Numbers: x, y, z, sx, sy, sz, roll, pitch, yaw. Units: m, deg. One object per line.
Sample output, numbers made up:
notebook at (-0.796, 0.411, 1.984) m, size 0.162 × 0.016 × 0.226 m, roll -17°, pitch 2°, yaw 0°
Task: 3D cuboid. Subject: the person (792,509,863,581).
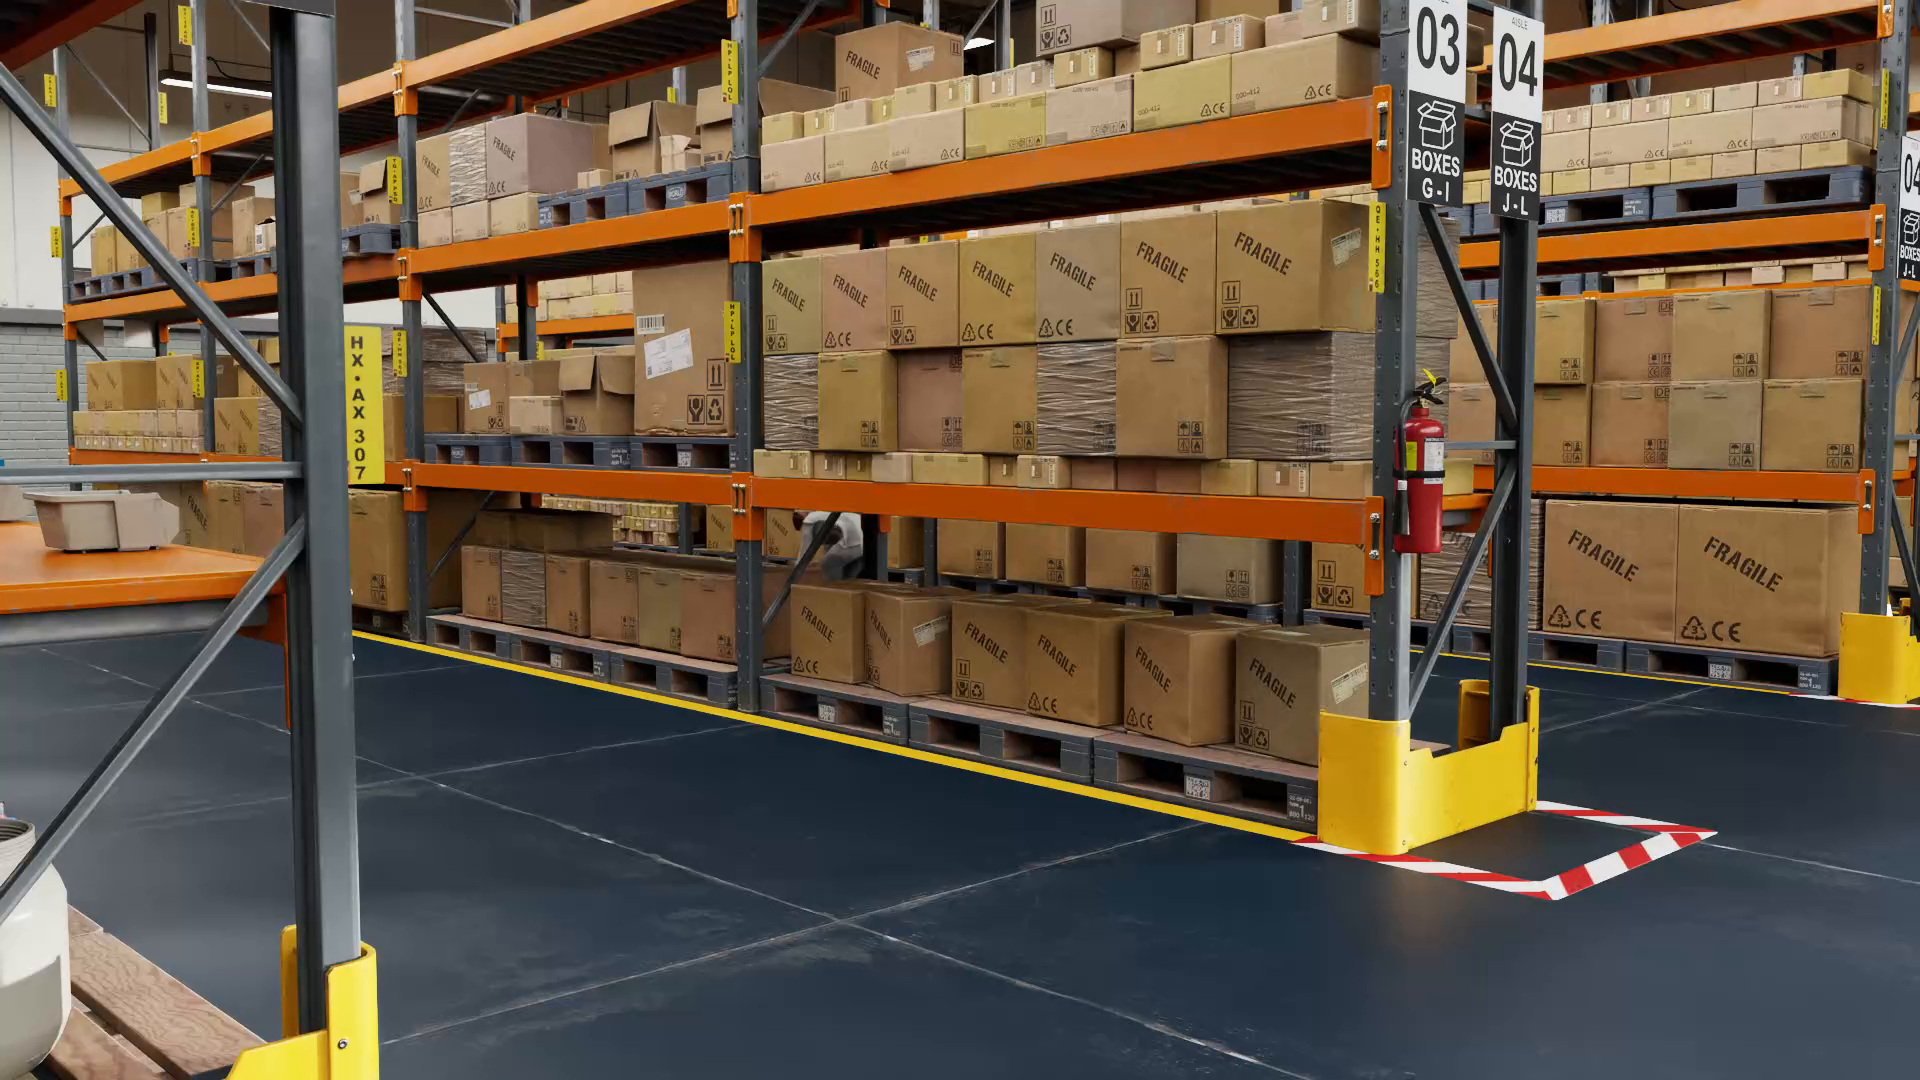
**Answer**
person at (-0.973, 0.177, 12.799) m, size 0.862 × 0.881 × 0.424 m, roll 4°, pitch 6°, yaw 43°
